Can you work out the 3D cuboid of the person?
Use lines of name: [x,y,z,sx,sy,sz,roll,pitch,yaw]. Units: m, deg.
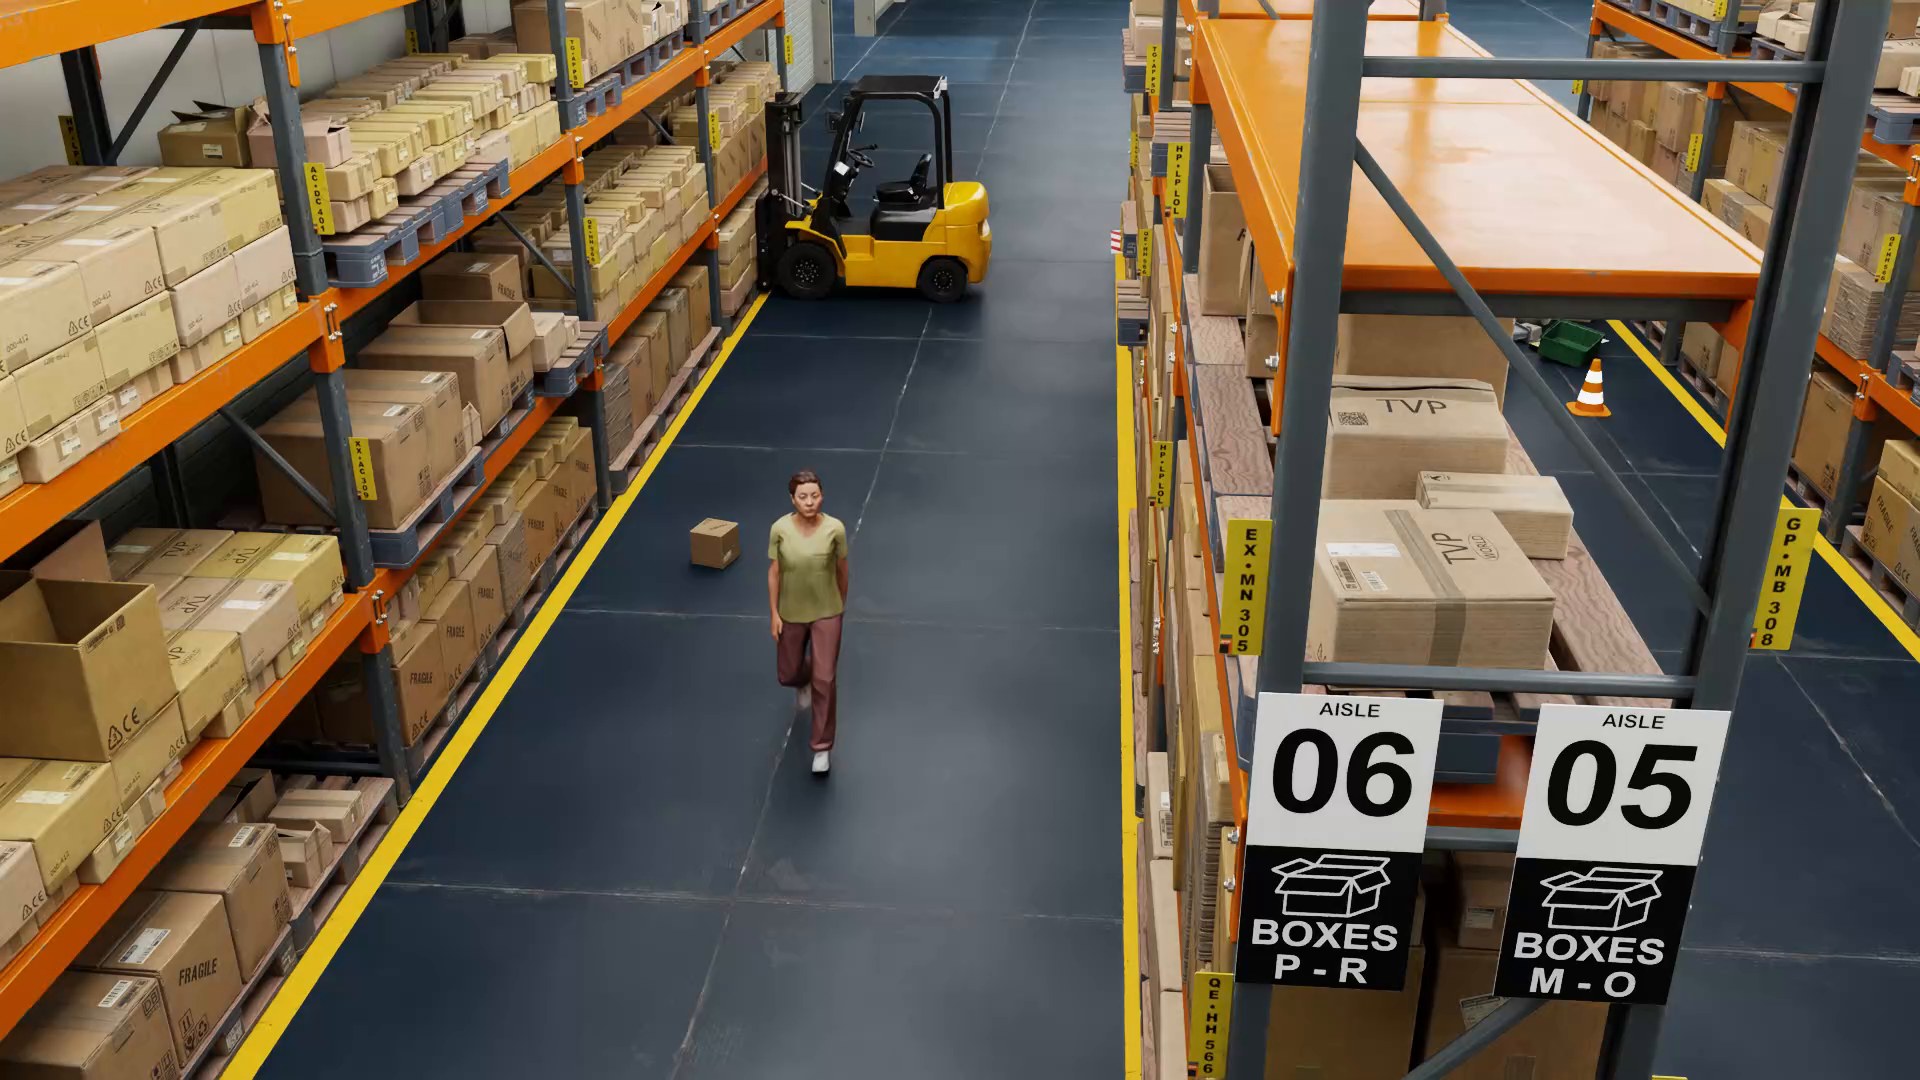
person: [-0.825,0.382,9.139,0.438,1.642,0.821,0,25,1]
